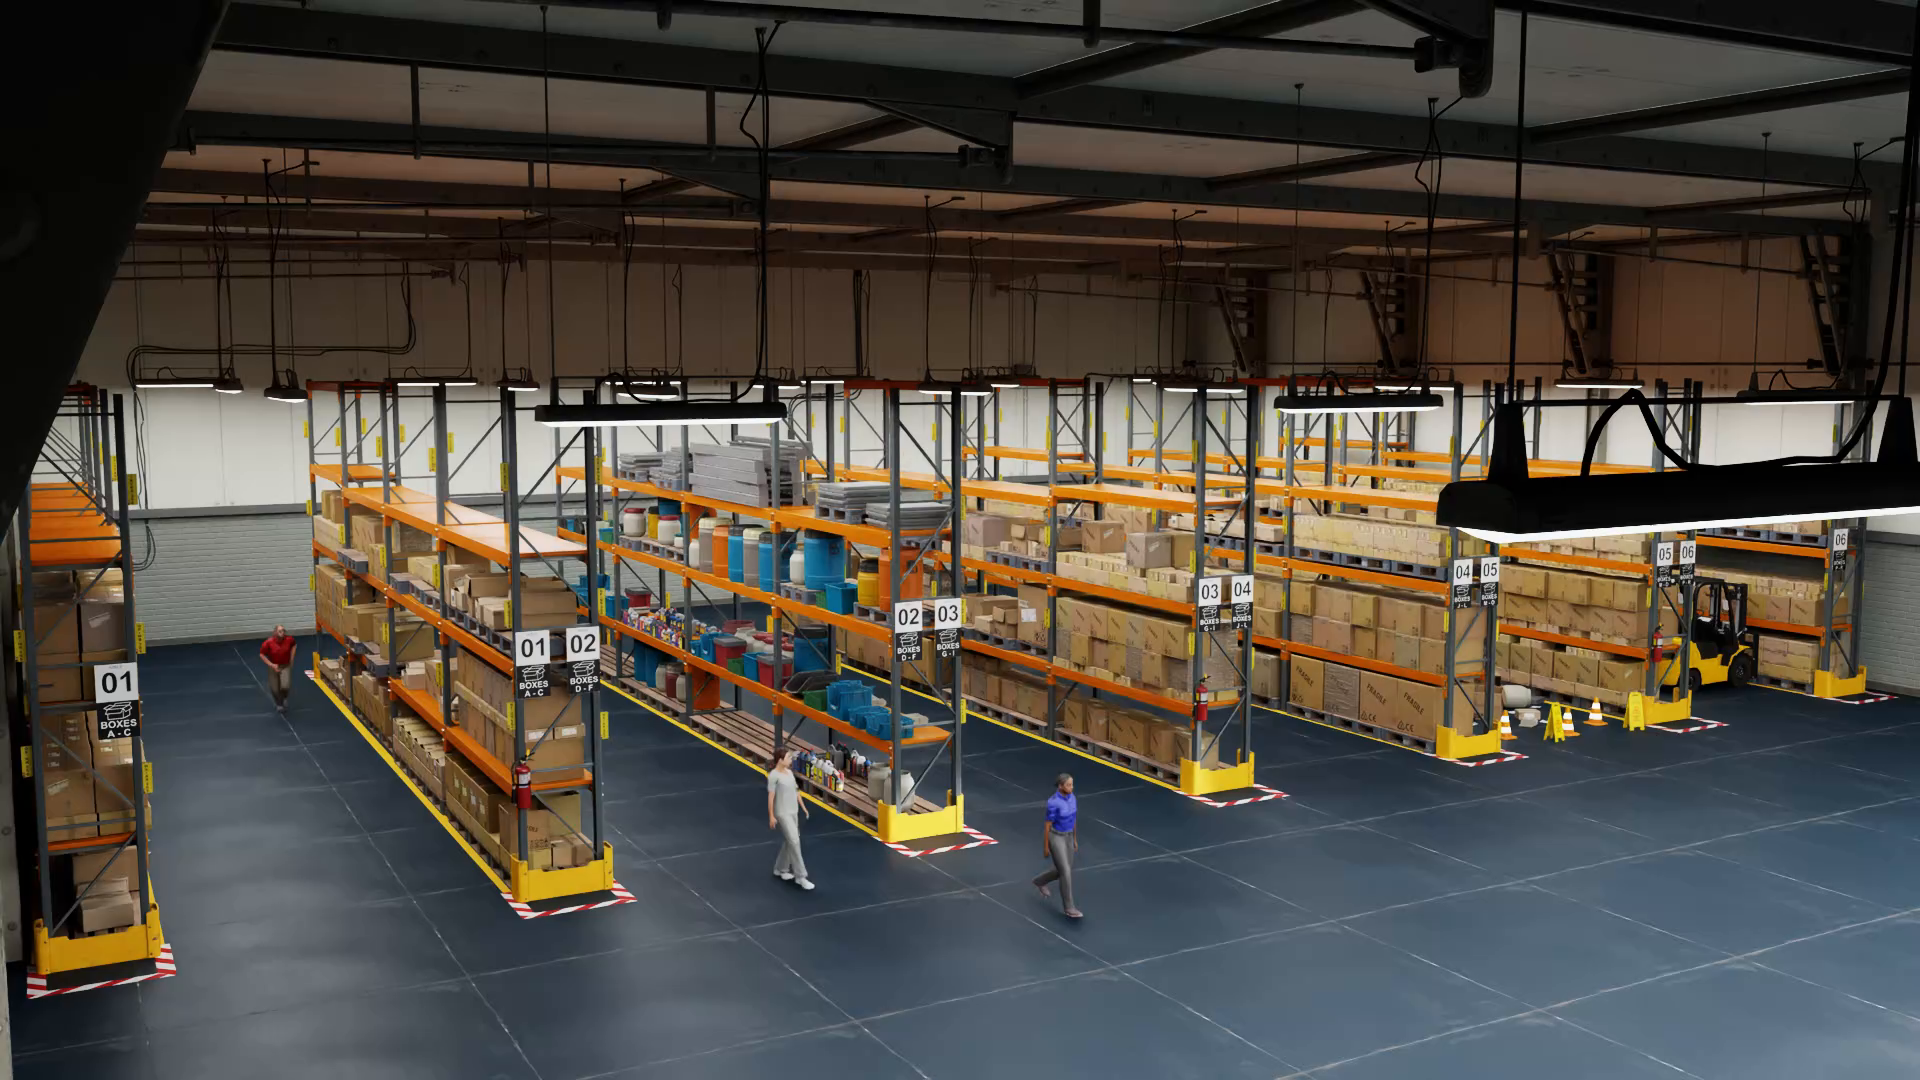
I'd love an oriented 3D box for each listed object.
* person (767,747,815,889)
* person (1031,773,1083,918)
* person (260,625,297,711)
[{"bbox_3d":[-2.010,3.366,20.249,0.759,1.663,0.470,3,7,29],"label":"person"},{"bbox_3d":[1.153,3.477,19.266,0.927,1.612,0.479,6,8,42],"label":"person"},{"bbox_3d":[-12.330,2.324,30.108,0.610,1.635,0.736,-2,6,-19],"label":"person"}]
